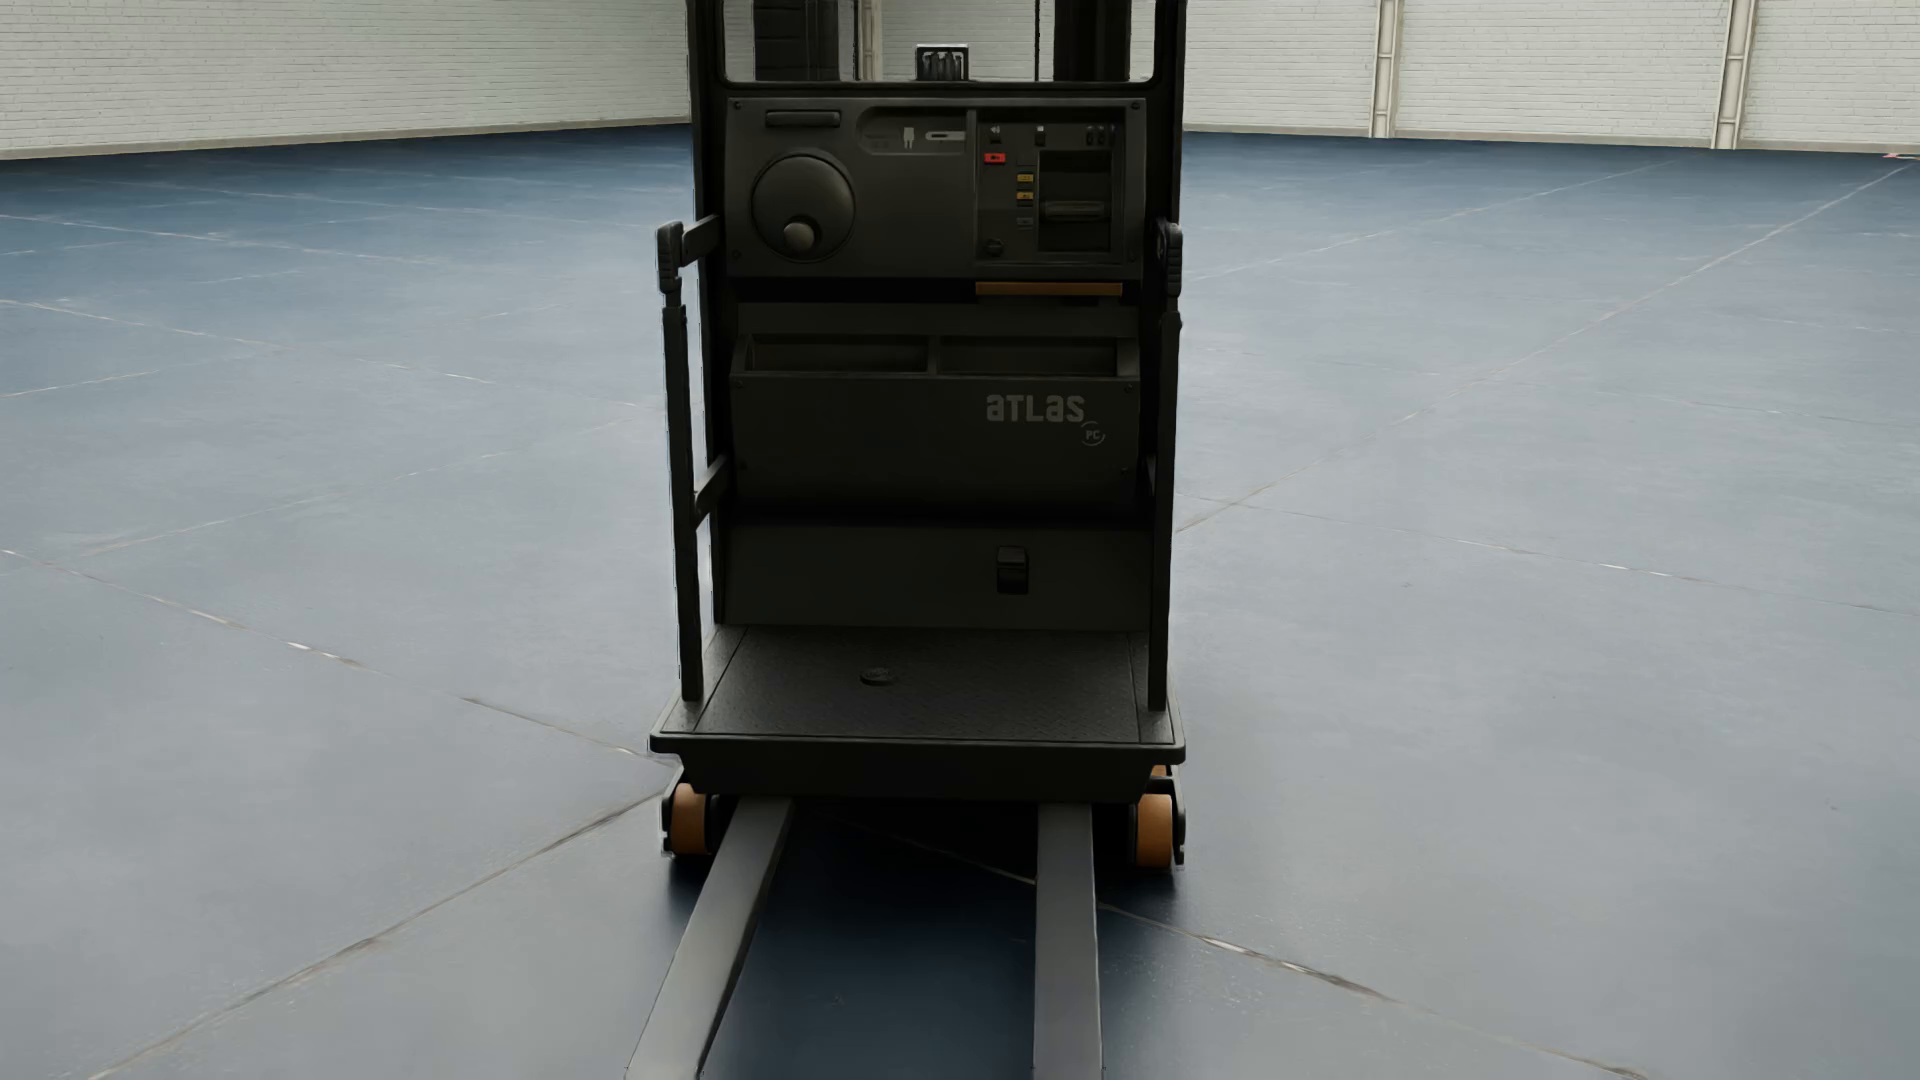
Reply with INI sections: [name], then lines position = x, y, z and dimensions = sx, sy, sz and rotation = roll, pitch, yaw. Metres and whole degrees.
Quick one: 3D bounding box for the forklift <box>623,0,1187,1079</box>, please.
[forklift]
position = -0.065, -0.791, 3.477
dimensions = 1.130, 2.935, 3.031
rotation = 1, 17, 3
